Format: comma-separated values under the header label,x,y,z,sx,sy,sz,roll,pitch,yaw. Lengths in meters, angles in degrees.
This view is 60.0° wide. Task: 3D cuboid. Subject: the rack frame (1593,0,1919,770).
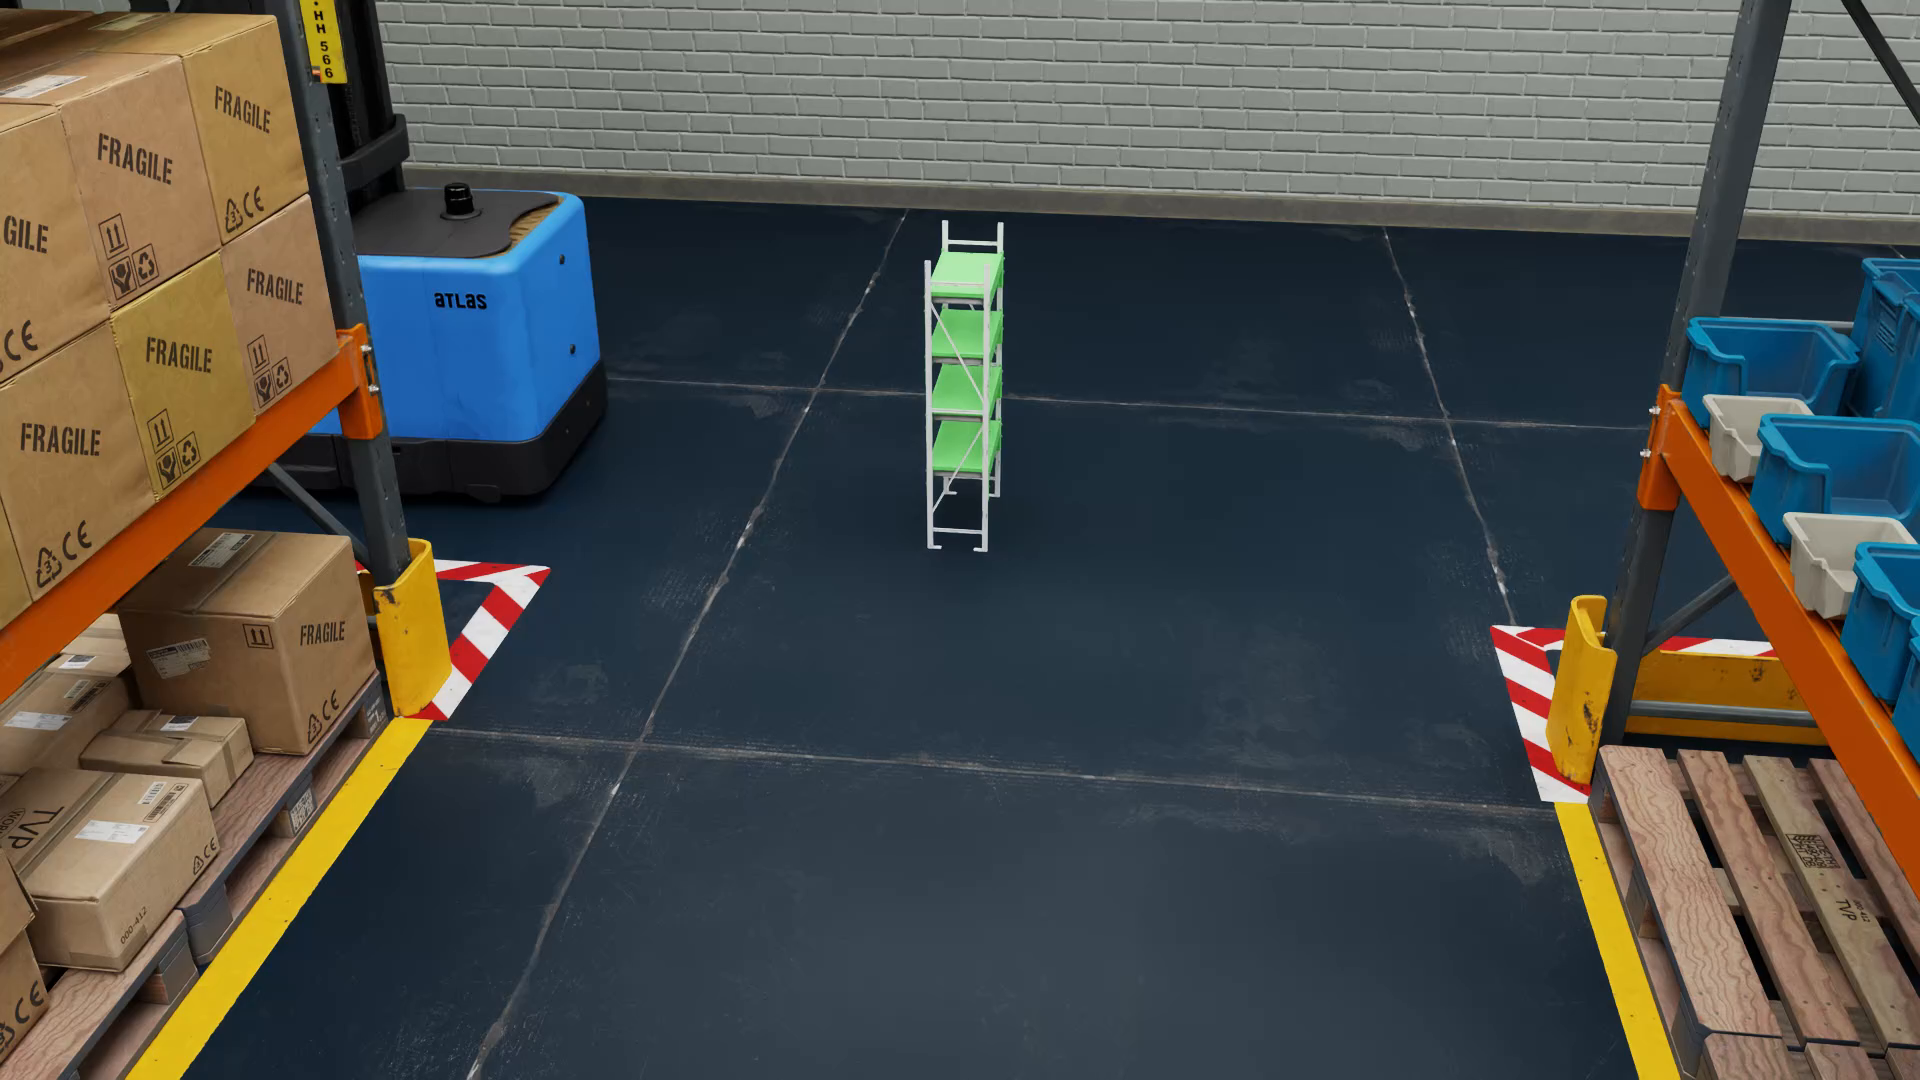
label,x,y,z,sx,sy,sz,roll,pitch,yaw
rack frame,2.533,-0.579,4.663,1.000,3.000,0.127,3,28,6

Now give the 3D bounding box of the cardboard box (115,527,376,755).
label,x,y,z,sx,sy,sz,roll,pitch,yaw
cardboard box,-2.205,0.308,5.187,0.500,0.500,0.500,3,28,6

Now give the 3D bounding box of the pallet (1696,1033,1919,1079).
label,x,y,z,sx,sy,sz,roll,pitch,yaw
pallet,2.241,1.607,3.545,1.003,0.211,1.213,3,28,6

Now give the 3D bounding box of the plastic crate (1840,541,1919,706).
label,x,y,z,sx,sy,sz,roll,pitch,yaw
plastic crate,2.015,0.185,3.358,0.416,0.233,0.300,3,28,6

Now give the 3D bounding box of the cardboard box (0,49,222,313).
label,x,y,z,sx,sy,sz,roll,pitch,yaw
cardboard box,-2.225,-0.890,4.079,0.500,0.500,0.500,4,29,8

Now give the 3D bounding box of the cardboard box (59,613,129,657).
label,x,y,z,sx,sy,sz,roll,pitch,yaw
cardboard box,-2.775,0.370,5.443,0.380,0.149,0.250,3,28,6

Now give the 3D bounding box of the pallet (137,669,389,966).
label,x,y,z,sx,sy,sz,roll,pitch,yaw
pallet,-2.489,0.770,5.099,1.003,0.211,1.213,3,28,6

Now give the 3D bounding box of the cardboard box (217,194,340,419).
label,x,y,z,sx,sy,sz,roll,pitch,yaw
cardboard box,-2.167,-0.686,4.756,0.500,0.500,0.500,4,29,8

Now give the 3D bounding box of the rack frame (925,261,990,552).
label,x,y,z,sx,sy,sz,roll,pitch,yaw
rack frame,-0.010,-0.491,6.397,0.240,1.200,0.015,3,28,6

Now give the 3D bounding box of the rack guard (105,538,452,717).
label,x,y,z,sx,sy,sz,roll,pitch,yaw
rack guard,-2.392,0.267,5.727,1.175,0.500,0.348,3,28,6

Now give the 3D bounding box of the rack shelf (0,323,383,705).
label,x,y,z,sx,sy,sz,roll,pitch,yaw
rack shelf,-2.628,0.389,3.623,1.077,0.370,4.000,3,28,6

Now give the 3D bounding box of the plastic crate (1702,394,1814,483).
label,x,y,z,sx,sy,sz,roll,pitch,yaw
plastic crate,2.055,-0.246,4.259,0.250,0.136,0.298,3,28,6

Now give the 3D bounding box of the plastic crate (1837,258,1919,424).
label,x,y,z,sx,sy,sz,roll,pitch,yaw
plastic crate,2.677,-0.453,4.327,0.616,0.435,0.499,3,28,6

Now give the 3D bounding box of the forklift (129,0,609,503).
label,x,y,z,sx,sy,sz,roll,pitch,yaw
forklift,-3.193,-1.730,6.870,3.031,2.935,1.130,3,28,5

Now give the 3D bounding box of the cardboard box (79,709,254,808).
label,x,y,z,sx,sy,sz,roll,pitch,yaw
cardboard box,-2.344,0.640,4.922,0.380,0.166,0.250,3,28,6

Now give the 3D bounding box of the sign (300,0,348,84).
label,x,y,z,sx,sy,sz,roll,pitch,yaw
sign,-1.834,-1.476,4.773,0.100,0.325,0.005,3,28,6

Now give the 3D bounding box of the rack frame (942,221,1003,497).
label,x,y,z,sx,sy,sz,roll,pitch,yaw
rack frame,0.050,-0.721,6.823,0.240,1.200,0.015,3,28,6

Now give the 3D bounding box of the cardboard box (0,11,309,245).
label,x,y,z,sx,sy,sz,roll,pitch,yaw
cardboard box,-2.164,-1.128,4.521,0.500,0.500,0.500,3,28,6

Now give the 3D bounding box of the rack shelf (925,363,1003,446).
label,x,y,z,sx,sy,sz,roll,pitch,yaw
rack shelf,0.020,-0.550,6.640,0.258,0.148,0.480,3,28,6

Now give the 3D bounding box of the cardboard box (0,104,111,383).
label,x,y,z,sx,sy,sz,roll,pitch,yaw
cardboard box,-2.284,-0.645,3.626,0.500,0.500,0.500,4,29,8

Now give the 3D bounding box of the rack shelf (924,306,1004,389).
label,x,y,z,sx,sy,sz,roll,pitch,yaw
rack shelf,0.020,-0.761,6.527,0.258,0.148,0.480,3,28,6

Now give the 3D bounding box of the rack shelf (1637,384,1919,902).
label,x,y,z,sx,sy,sz,roll,pitch,yaw
rack shelf,2.288,0.679,3.086,1.077,0.370,4.000,3,28,6

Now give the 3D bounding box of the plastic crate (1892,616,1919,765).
label,x,y,z,sx,sy,sz,roll,pitch,yaw
plastic crate,1.978,0.326,3.095,0.416,0.233,0.300,3,28,6

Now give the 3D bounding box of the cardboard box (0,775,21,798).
label,x,y,z,sx,sy,sz,roll,pitch,yaw
cardboard box,-2.853,0.858,4.430,0.500,0.250,0.500,3,28,6

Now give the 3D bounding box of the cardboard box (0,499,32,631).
label,x,y,z,sx,sy,sz,roll,pitch,yaw
cardboard box,-2.356,0.030,3.427,0.500,0.500,0.500,3,28,5

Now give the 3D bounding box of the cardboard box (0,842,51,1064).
label,x,y,z,sx,sy,sz,roll,pitch,yaw
cardboard box,-2.648,1.035,3.835,0.797,0.503,0.637,3,28,6

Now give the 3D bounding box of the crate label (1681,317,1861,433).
label,x,y,z,sx,sy,sz,roll,pitch,yaw
crate label,2.176,-0.435,4.508,0.416,0.233,0.303,3,28,6

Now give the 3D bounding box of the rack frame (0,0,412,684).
label,x,y,z,sx,sy,sz,roll,pitch,yaw
rack frame,-2.383,-0.869,5.200,1.000,3.000,0.127,3,28,6

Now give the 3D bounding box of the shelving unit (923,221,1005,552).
label,x,y,z,sx,sy,sz,roll,pitch,yaw
shelving unit,0.020,-0.606,6.610,0.258,1.200,0.503,3,28,6

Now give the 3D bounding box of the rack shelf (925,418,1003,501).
label,x,y,z,sx,sy,sz,roll,pitch,yaw
rack shelf,0.020,-0.339,6.754,0.258,0.148,0.480,3,28,6

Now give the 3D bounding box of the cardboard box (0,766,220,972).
label,x,y,z,sx,sy,sz,roll,pitch,yaw
cardboard box,-2.351,0.864,4.420,0.500,0.250,0.500,3,28,6

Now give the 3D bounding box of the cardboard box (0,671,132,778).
label,x,y,z,sx,sy,sz,roll,pitch,yaw
cardboard box,-2.792,0.623,4.867,0.500,0.250,0.500,3,28,6

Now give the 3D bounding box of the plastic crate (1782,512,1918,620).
label,x,y,z,sx,sy,sz,roll,pitch,yaw
plastic crate,1.971,0.073,3.667,0.250,0.136,0.298,3,28,6

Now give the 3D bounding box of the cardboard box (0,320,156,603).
label,x,y,z,sx,sy,sz,roll,pitch,yaw
cardboard box,-2.294,-0.207,3.867,0.500,0.500,0.500,4,29,7

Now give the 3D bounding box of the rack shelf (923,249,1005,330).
label,x,y,z,sx,sy,sz,roll,pitch,yaw
rack shelf,0.020,-0.972,6.413,0.258,0.148,0.480,3,28,6

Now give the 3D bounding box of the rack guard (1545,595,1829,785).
label,x,y,z,sx,sy,sz,roll,pitch,yaw
rack guard,2.523,0.509,5.278,1.175,0.500,0.348,3,28,6

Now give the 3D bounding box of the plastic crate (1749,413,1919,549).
label,x,y,z,sx,sy,sz,roll,pitch,yaw
plastic crate,2.095,-0.125,3.933,0.416,0.233,0.300,3,28,6

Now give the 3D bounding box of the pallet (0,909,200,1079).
label,x,y,z,sx,sy,sz,roll,pitch,yaw
pallet,-2.641,1.343,4.036,1.003,0.211,1.213,3,28,6

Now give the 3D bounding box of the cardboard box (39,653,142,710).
label,x,y,z,sx,sy,sz,roll,pitch,yaw
cardboard box,-2.806,0.480,5.221,0.380,0.166,0.250,3,28,6

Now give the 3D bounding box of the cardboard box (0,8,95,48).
label,x,y,z,sx,sy,sz,roll,pitch,yaw
cardboard box,-2.699,-1.160,4.580,0.500,0.500,0.500,4,29,8

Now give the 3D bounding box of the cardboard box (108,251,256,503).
label,x,y,z,sx,sy,sz,roll,pitch,yaw
cardboard box,-2.227,-0.442,4.302,0.500,0.500,0.500,4,29,7

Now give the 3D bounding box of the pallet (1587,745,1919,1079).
label,x,y,z,sx,sy,sz,roll,pitch,yaw
pallet,2.393,1.034,4.608,1.003,0.211,1.213,3,28,6
